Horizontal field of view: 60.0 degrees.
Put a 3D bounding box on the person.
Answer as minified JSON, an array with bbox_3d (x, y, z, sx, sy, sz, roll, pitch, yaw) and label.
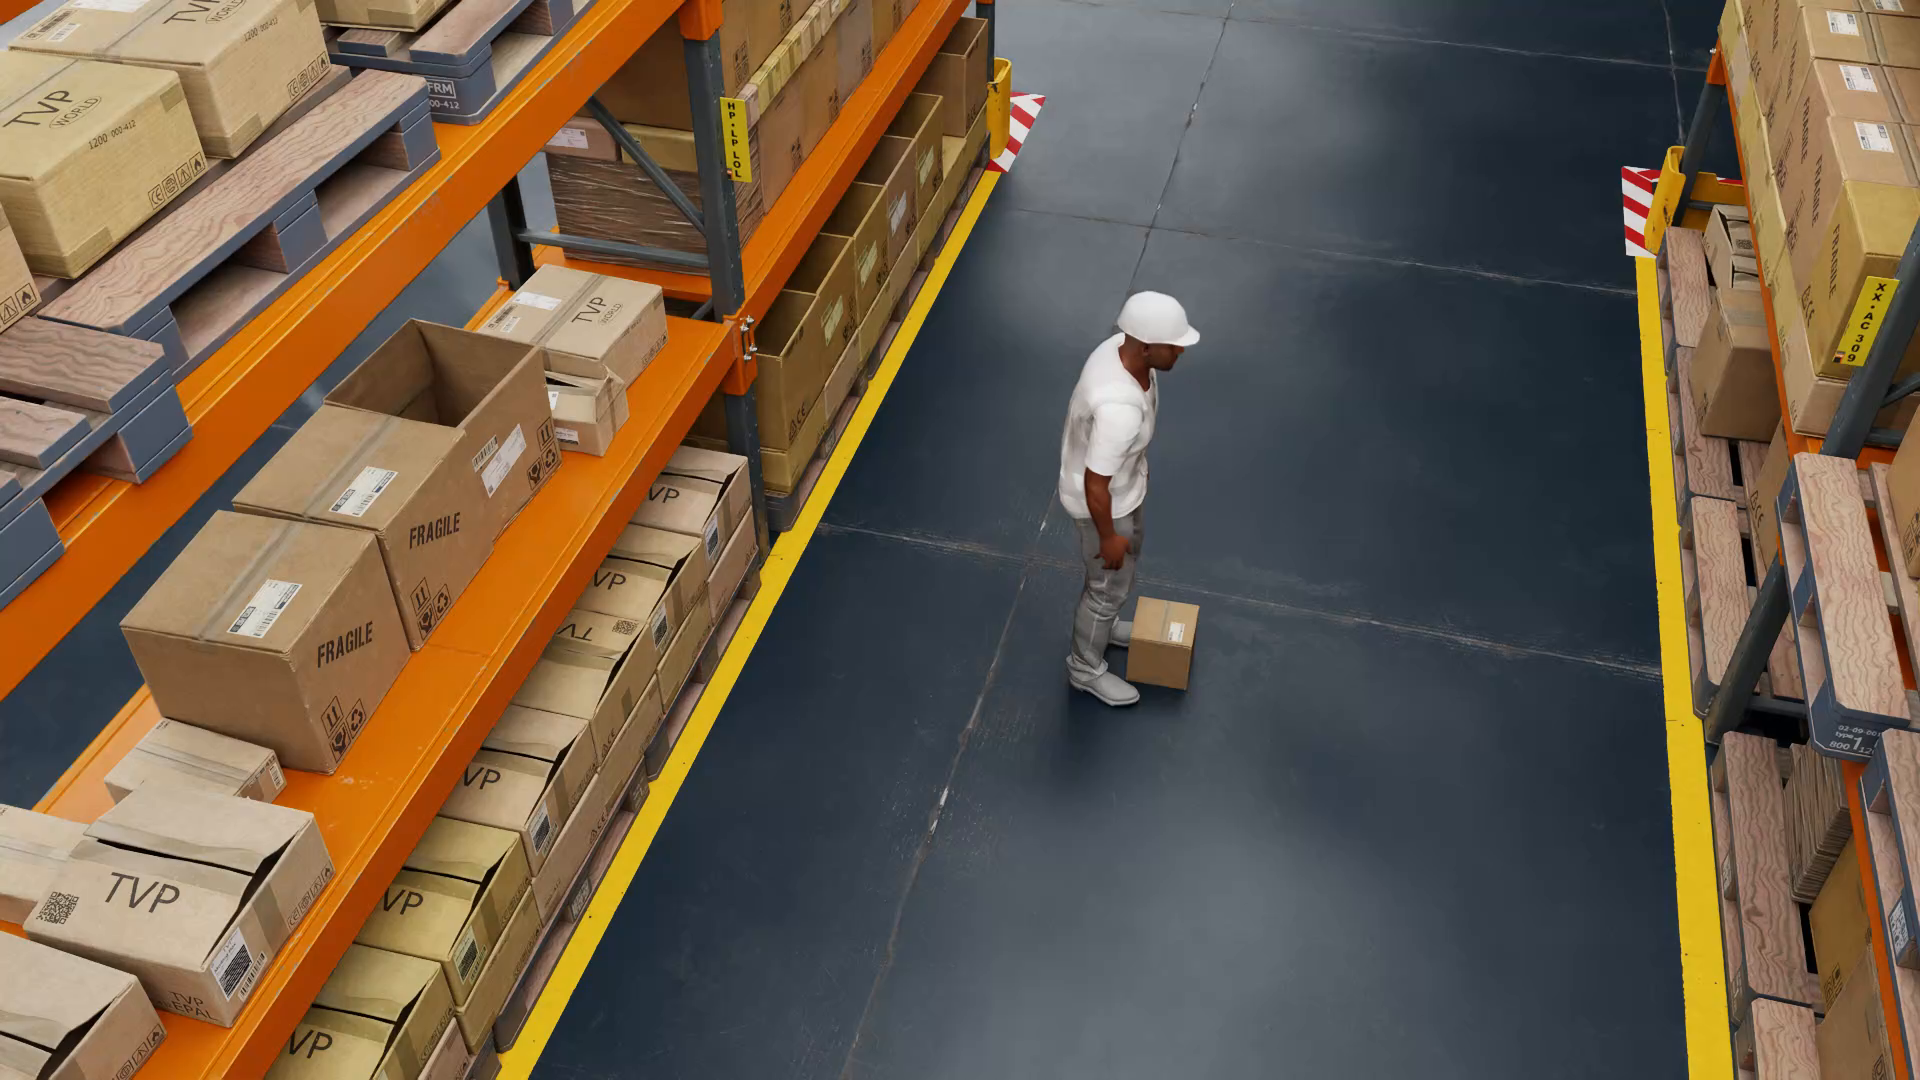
[{"bbox_3d":[0.613,-0.179,6.352,0.463,1.760,0.632,9,42,11],"label":"person"}]
